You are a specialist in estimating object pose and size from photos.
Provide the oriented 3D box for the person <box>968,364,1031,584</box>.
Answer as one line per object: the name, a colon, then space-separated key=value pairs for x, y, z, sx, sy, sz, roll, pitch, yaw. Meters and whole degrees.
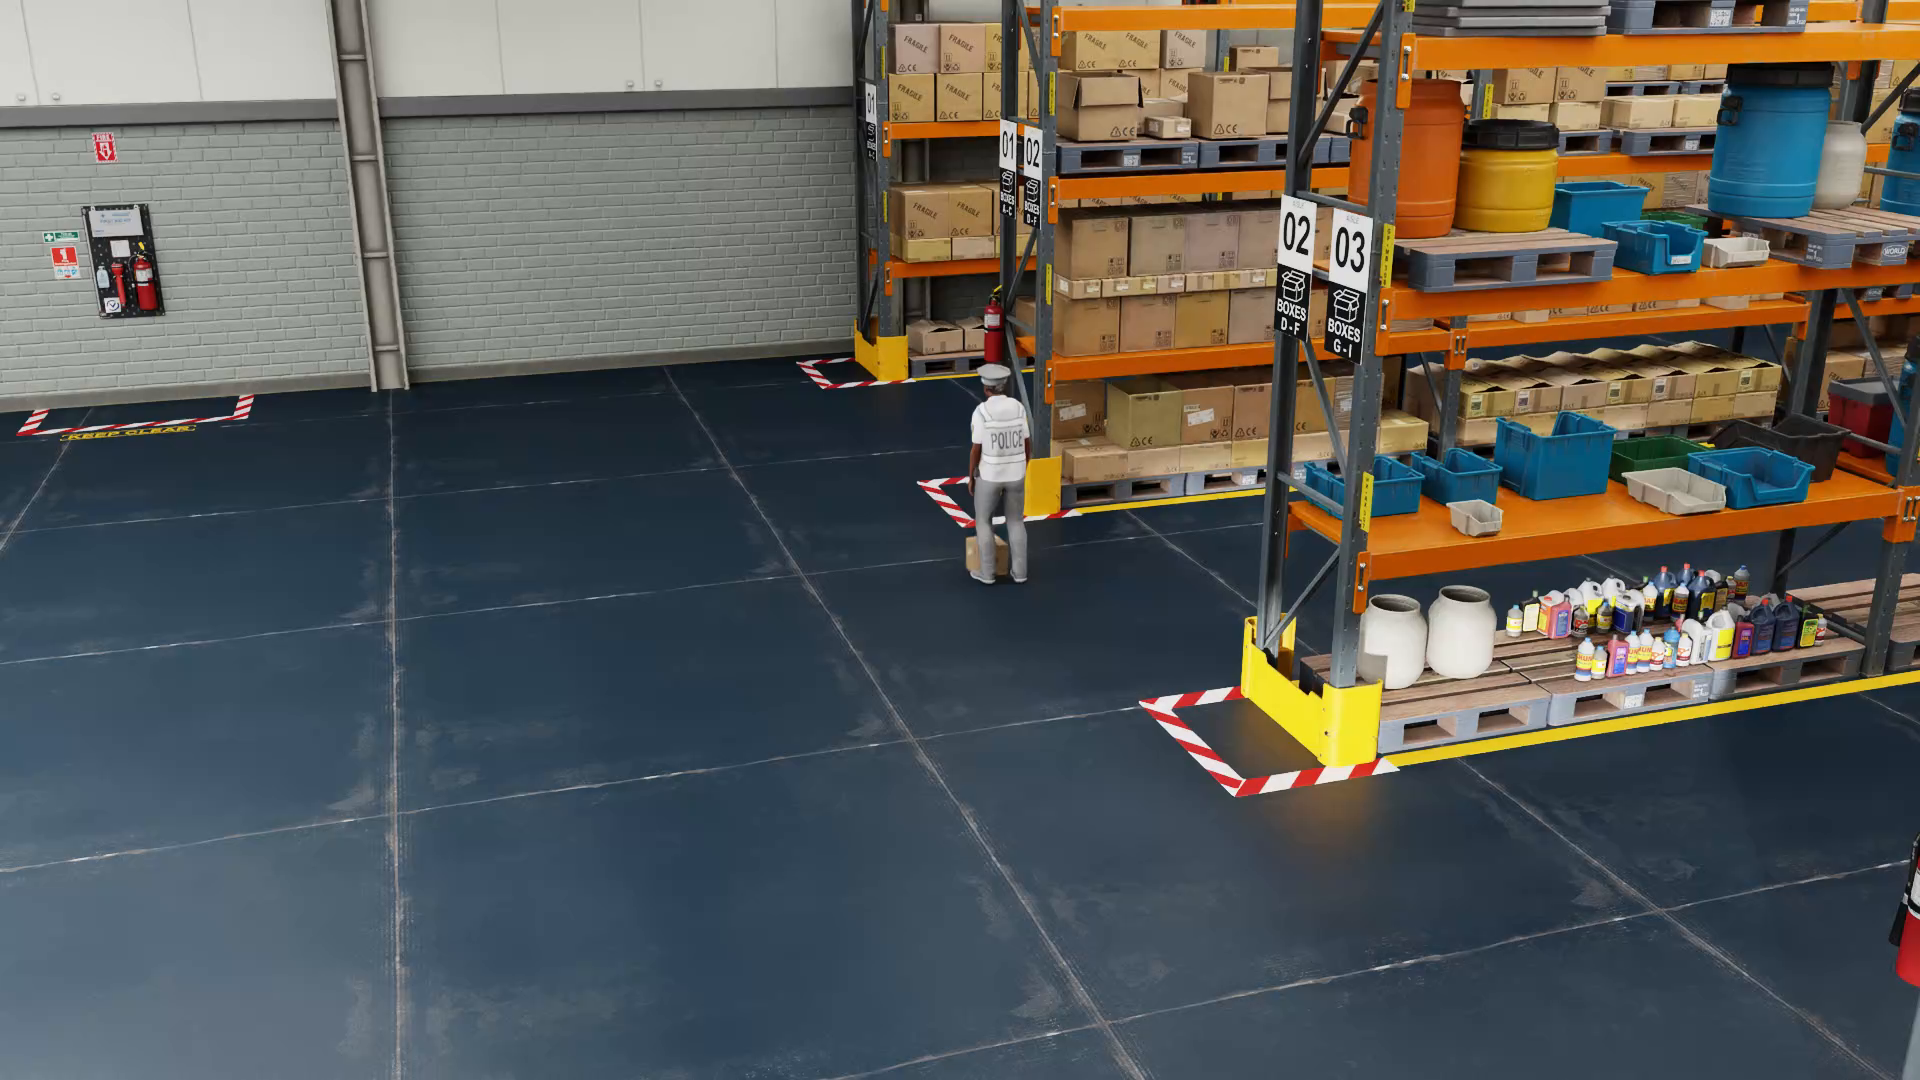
person: x=0.292 y=-0.473 z=12.416 sx=0.506 sy=1.659 sz=0.425 roll=-7 pitch=21 yaw=-19
